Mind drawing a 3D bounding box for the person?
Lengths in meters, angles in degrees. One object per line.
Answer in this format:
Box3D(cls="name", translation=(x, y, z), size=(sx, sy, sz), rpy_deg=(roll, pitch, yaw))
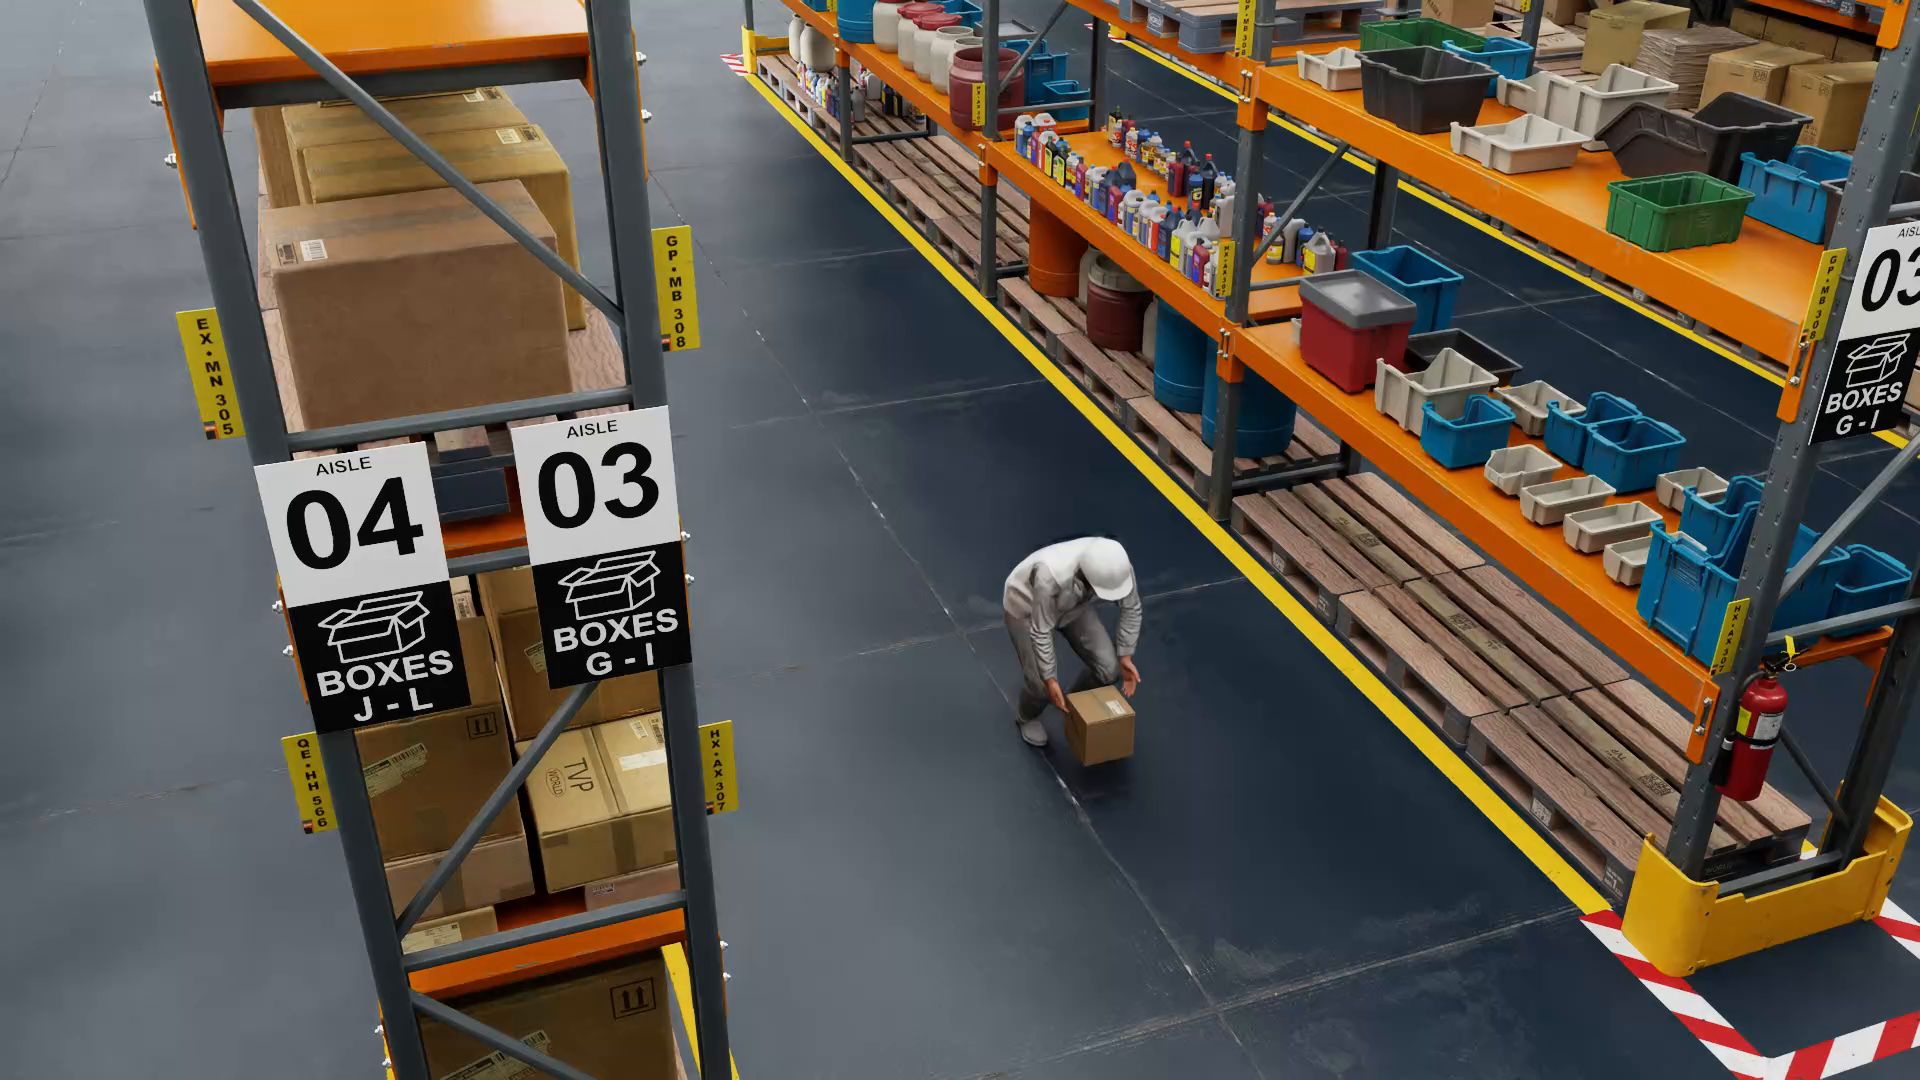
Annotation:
Box3D(cls="person", translation=(0.559, 0.452, 8.085), size=(0.575, 1.222, 0.843), rpy_deg=(-10, 31, -18))
